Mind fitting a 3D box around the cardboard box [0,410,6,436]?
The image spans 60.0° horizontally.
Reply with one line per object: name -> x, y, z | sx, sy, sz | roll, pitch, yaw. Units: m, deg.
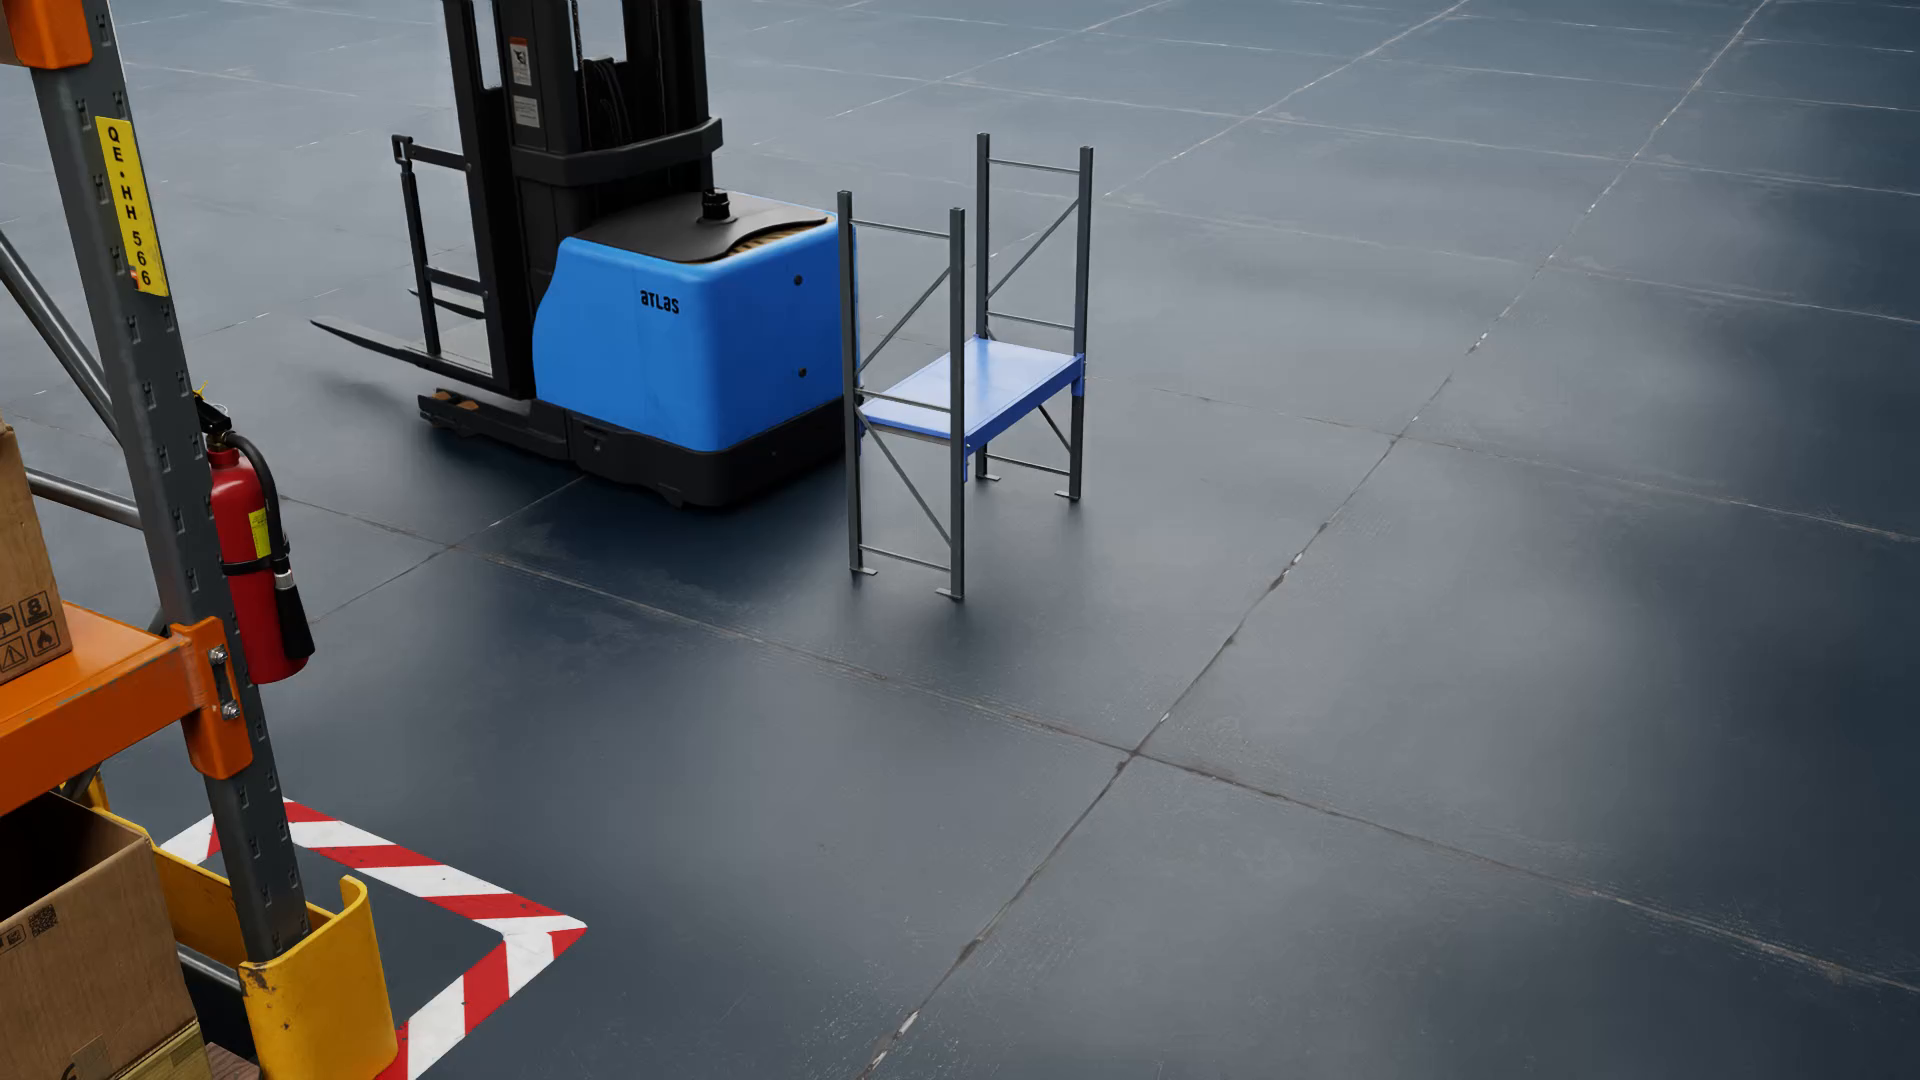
cardboard box -> -2.014, -0.257, 3.075 | 0.380, 0.149, 0.250 | 14, 30, 25

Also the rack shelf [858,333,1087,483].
rack shelf -> 0.042, -0.543, 6.561 | 0.538, 0.185, 1.000 | 14, 30, 26

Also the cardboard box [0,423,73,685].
cardboard box -> -2.232, 0.022, 3.244 | 0.700, 0.500, 0.500 | 14, 30, 26

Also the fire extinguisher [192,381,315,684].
fire extinguisher -> -1.529, -0.022, 3.529 | 0.296, 0.674, 0.183 | 14, 30, 26

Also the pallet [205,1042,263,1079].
pallet -> -2.331, 1.441, 3.635 | 1.003, 0.211, 1.213 | 14, 30, 26

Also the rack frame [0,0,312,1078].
rack frame -> -1.992, -0.113, 3.624 | 1.000, 3.000, 0.127 | 14, 30, 26

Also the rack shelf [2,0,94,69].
rack shelf -> -2.976, -0.353, 1.557 | 1.077, 0.370, 4.000 | 14, 30, 26

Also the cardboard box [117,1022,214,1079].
cardboard box -> -1.998, 1.203, 3.598 | 0.500, 0.250, 0.500 | 14, 30, 26

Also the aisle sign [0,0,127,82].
aisle sign -> -1.704, -1.236, 2.964 | 0.394, 0.787, 0.004 | 14, 30, 26

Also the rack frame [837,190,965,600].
rack frame -> -0.208, -0.506, 6.085 | 0.500, 1.500, 0.032 | 14, 30, 26

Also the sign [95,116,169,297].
sign -> -1.526, -0.612, 3.063 | 0.100, 0.325, 0.005 | 14, 30, 26

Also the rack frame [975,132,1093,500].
rack frame -> 0.292, -0.902, 6.876 | 0.500, 1.500, 0.032 | 14, 30, 26

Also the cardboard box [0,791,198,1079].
cardboard box -> -1.996, 0.868, 3.429 | 0.500, 0.500, 0.500 | 14, 30, 26

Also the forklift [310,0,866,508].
forklift -> -1.914, -1.956, 7.384 | 3.031, 2.935, 1.130 | 18, 32, 32

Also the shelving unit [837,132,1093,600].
shelving unit -> 0.042, -0.704, 6.481 | 0.538, 1.500, 1.048 | 14, 30, 26

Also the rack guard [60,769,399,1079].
rack guard -> -1.980, 0.996, 4.202 | 1.175, 0.500, 0.348 | 14, 30, 26

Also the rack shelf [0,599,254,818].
rack shelf -> -2.976, 0.988, 2.228 | 1.077, 0.370, 4.000 | 14, 30, 26
